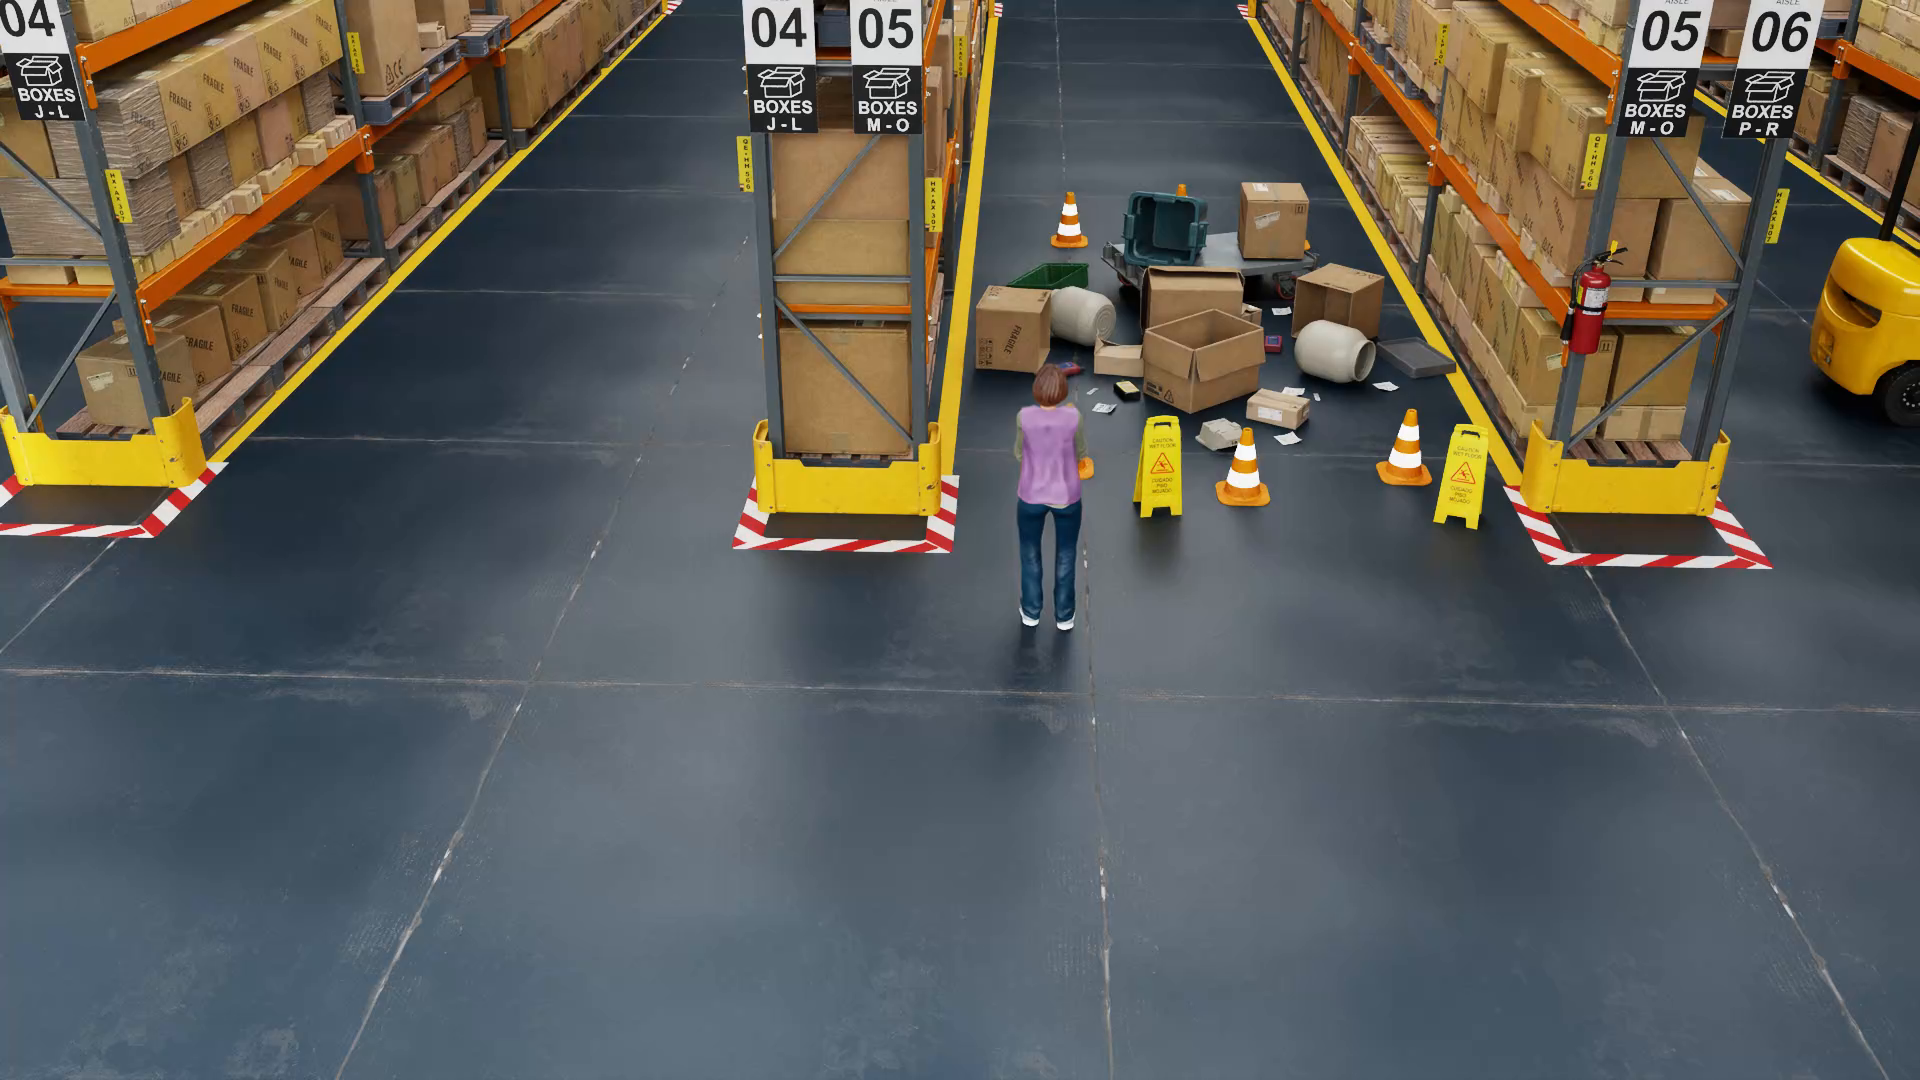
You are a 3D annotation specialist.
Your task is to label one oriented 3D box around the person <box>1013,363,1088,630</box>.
[{"bbox_3d":[0.492,-0.269,9.141,0.405,1.591,0.490,1,28,3],"label":"person"}]
